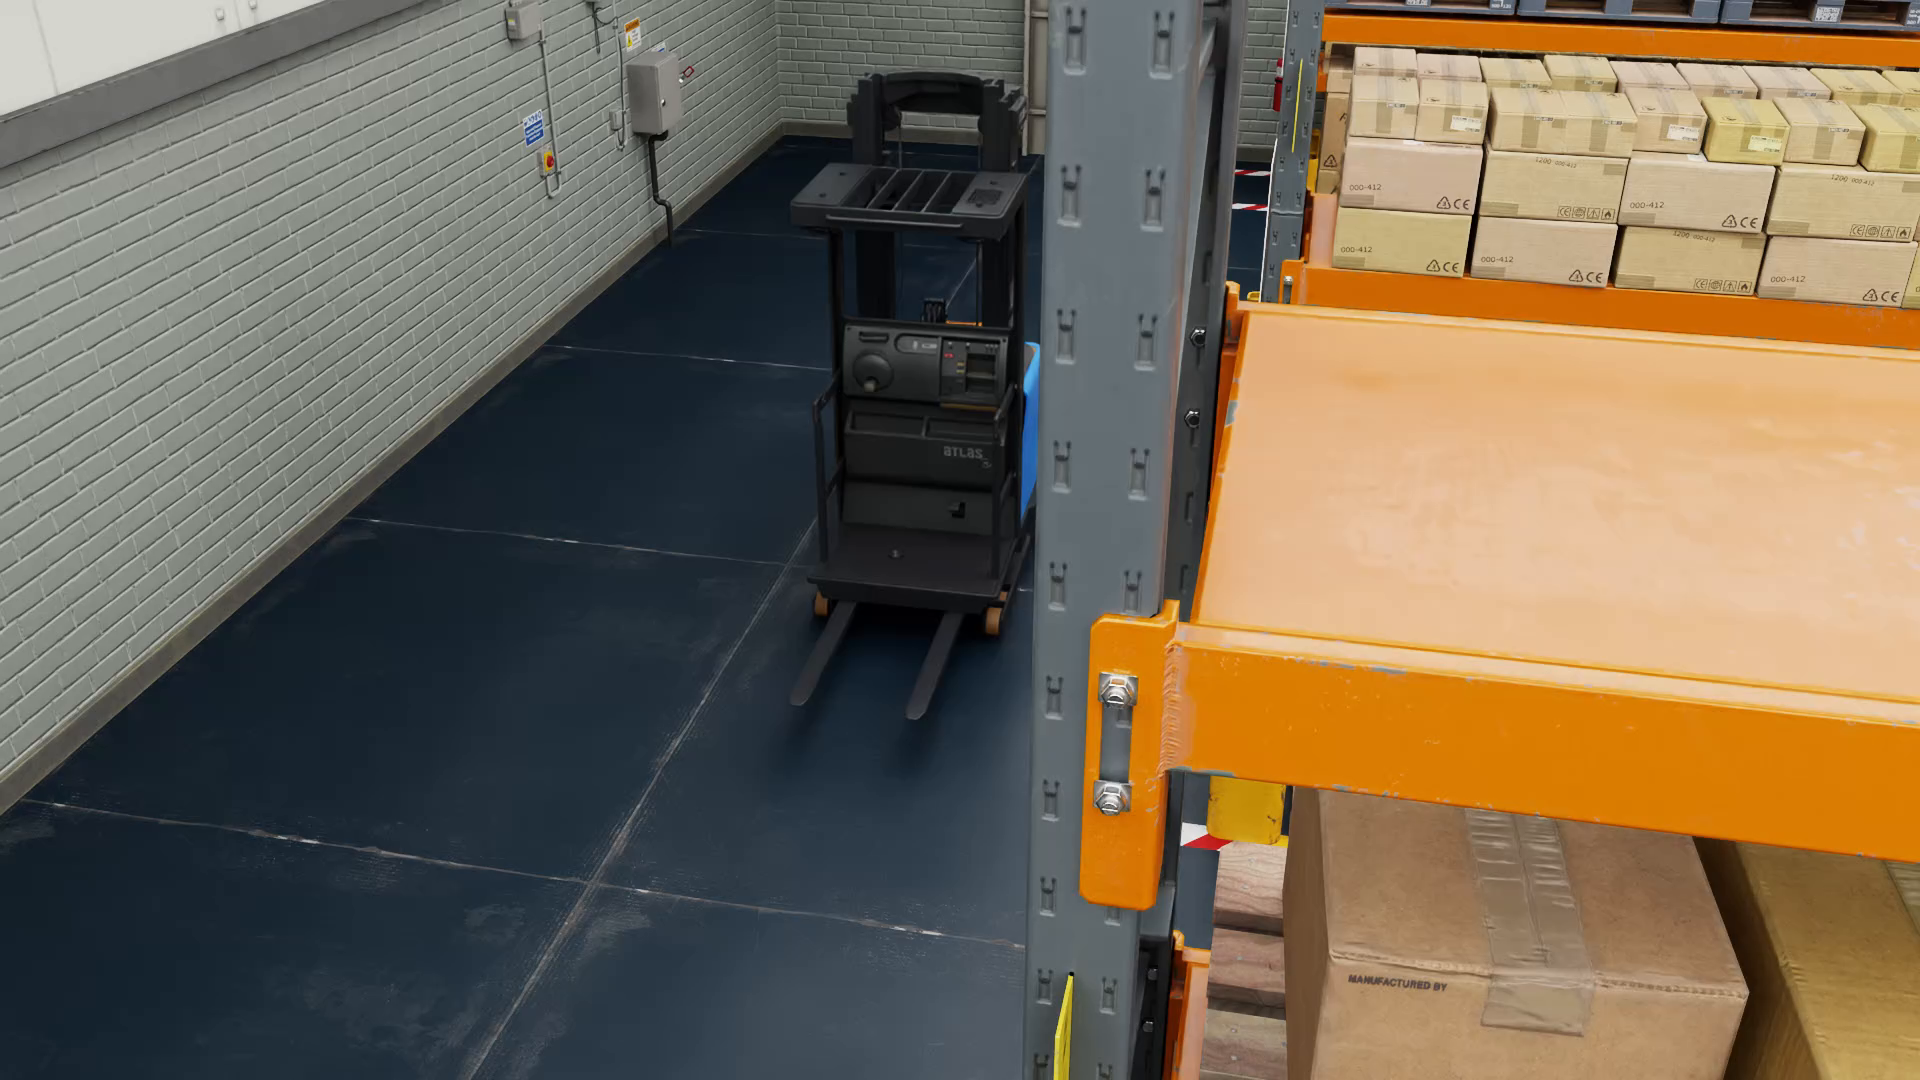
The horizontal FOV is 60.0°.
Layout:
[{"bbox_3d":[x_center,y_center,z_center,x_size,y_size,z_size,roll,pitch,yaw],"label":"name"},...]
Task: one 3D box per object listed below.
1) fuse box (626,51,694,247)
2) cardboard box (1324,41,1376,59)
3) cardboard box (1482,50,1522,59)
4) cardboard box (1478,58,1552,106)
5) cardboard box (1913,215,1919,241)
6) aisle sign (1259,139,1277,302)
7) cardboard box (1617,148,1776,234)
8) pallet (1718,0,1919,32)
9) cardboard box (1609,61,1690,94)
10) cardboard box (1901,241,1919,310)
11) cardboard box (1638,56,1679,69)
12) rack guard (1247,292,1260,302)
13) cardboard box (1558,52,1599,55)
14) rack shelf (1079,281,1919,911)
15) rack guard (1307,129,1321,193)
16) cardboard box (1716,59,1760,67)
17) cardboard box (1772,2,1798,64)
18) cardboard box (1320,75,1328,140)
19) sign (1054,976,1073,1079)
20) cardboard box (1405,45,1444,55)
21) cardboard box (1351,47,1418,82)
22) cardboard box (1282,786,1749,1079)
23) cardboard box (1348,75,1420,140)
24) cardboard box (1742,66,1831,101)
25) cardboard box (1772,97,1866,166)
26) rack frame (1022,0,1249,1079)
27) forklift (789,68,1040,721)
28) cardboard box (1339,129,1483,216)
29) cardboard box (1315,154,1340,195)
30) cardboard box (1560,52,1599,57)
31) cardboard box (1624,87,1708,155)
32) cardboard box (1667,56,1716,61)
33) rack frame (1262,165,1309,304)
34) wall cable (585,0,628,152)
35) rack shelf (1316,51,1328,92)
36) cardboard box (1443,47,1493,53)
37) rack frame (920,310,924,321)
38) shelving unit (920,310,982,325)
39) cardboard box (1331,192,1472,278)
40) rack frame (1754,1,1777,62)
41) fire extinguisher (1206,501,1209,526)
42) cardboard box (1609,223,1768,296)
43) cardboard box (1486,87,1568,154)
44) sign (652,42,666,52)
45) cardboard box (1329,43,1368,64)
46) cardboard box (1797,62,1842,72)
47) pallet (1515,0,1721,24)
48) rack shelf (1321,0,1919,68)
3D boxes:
[{"bbox_3d":[-2.629,-3.474,14.976,0.414,1.711,0.539,6,29,11],"label":"fuse box"},{"bbox_3d":[3.729,-4.737,15.788,0.500,0.250,0.500,6,29,11],"label":"cardboard box"},{"bbox_3d":[3.704,-3.234,11.374,0.250,0.149,0.380,6,29,10],"label":"cardboard box"},{"bbox_3d":[2.233,-1.831,6.730,0.250,0.149,0.380,5,29,9],"label":"cardboard box"},{"bbox_3d":[3.764,-1.281,6.140,0.500,0.250,0.500,7,29,13],"label":"cardboard box"},{"bbox_3d":[1.240,-1.185,6.746,0.004,0.787,0.394,6,29,11],"label":"aisle sign"},{"bbox_3d":[2.751,-1.373,6.309,0.500,0.250,0.500,6,29,11],"label":"cardboard box"},{"bbox_3d":[5.423,-3.476,10.606,1.213,0.211,1.003,6,29,11],"label":"pallet"},{"bbox_3d":[2.749,-1.802,6.676,0.250,0.149,0.380,5,29,9],"label":"cardboard box"},{"bbox_3d":[3.767,-1.056,6.249,0.500,0.250,0.500,6,29,10],"label":"cardboard box"},{"bbox_3d":[4.707,-3.137,11.198,0.250,0.149,0.380,6,29,10],"label":"cardboard box"},{"bbox_3d":[2.286,-1.419,12.484,0.348,0.500,1.175,6,29,11],"label":"rack guard"},{"bbox_3d":[5.727,-4.544,15.435,0.500,0.250,0.500,6,29,10],"label":"cardboard box"},{"bbox_3d":[2.195,0.201,1.840,4.000,0.370,1.077,6,29,11],"label":"rack shelf"},{"bbox_3d":[3.416,-3.741,16.724,0.348,0.500,1.175,6,29,11],"label":"rack guard"},{"bbox_3d":[5.223,-3.110,11.149,0.250,0.149,0.380,6,29,10],"label":"cardboard box"},{"bbox_3d":[7.680,-4.518,14.999,0.500,0.500,0.700,7,29,12],"label":"cardboard box"},{"bbox_3d":[2.830,-3.059,11.731,0.500,0.500,0.500,7,29,12],"label":"cardboard box"},{"bbox_3d":[0.118,0.667,1.954,0.005,0.325,0.100,6,29,11],"label":"sign"},{"bbox_3d":[3.225,-3.338,11.564,0.250,0.149,0.380,6,29,10],"label":"cardboard box"},{"bbox_3d":[1.761,-1.927,6.905,0.250,0.149,0.380,6,29,10],"label":"cardboard box"},{"bbox_3d":[0.759,0.580,2.460,0.500,0.500,0.700,4,29,7],"label":"cardboard box"},{"bbox_3d":[1.643,-1.683,6.459,0.250,0.149,0.380,6,29,10],"label":"cardboard box"},{"bbox_3d":[3.261,-1.762,6.604,0.250,0.149,0.380,5,29,9],"label":"cardboard box"},{"bbox_3d":[3.156,-1.513,6.150,0.250,0.149,0.380,7,29,12],"label":"cardboard box"},{"bbox_3d":[0.240,-0.491,1.937,0.127,3.000,1.000,6,29,11],"label":"rack frame"},{"bbox_3d":[-0.234,-0.936,9.069,1.130,2.935,3.031,6,29,10],"label":"forklift"},{"bbox_3d":[1.759,-1.481,6.505,0.500,0.250,0.500,6,29,11],"label":"cardboard box"},{"bbox_3d":[2.719,-2.374,11.521,0.500,0.500,0.500,6,29,10],"label":"cardboard box"},{"bbox_3d":[4.214,-3.201,11.314,0.250,0.149,0.380,7,29,12],"label":"cardboard box"},{"bbox_3d":[2.651,-1.587,6.283,0.250,0.149,0.380,7,29,12],"label":"cardboard box"},{"bbox_3d":[6.705,-4.445,15.253,0.500,0.250,0.500,7,29,12],"label":"cardboard box"},{"bbox_3d":[1.374,-0.178,7.614,0.127,3.000,1.000,6,29,11],"label":"rack frame"},{"bbox_3d":[-2.925,-4.180,13.866,0.122,1.984,0.588,6,29,11],"label":"wall cable"},{"bbox_3d":[5.298,-4.328,15.944,4.000,0.370,1.077,6,29,11],"label":"rack shelf"},{"bbox_3d":[4.719,-4.638,15.606,0.500,0.250,0.500,5,29,10],"label":"cardboard box"},{"bbox_3d":[-0.227,-0.988,10.966,0.015,1.200,0.240,5,29,10],"label":"rack frame"},{"bbox_3d":[0.013,-0.965,10.926,0.503,1.200,0.258,5,29,10],"label":"shelving unit"},{"bbox_3d":[1.760,-1.263,6.628,0.500,0.250,0.500,7,29,12],"label":"cardboard box"},{"bbox_3d":[7.254,-4.443,15.405,0.127,3.000,1.000,6,29,11],"label":"rack frame"},{"bbox_3d":[1.224,-0.223,8.164,0.183,0.674,0.296,6,29,11],"label":"fire extinguisher"},{"bbox_3d":[2.780,-1.163,6.445,0.500,0.250,0.500,5,29,9],"label":"cardboard box"},{"bbox_3d":[2.139,-1.588,6.285,0.250,0.149,0.380,6,29,10],"label":"cardboard box"},{"bbox_3d":[-2.728,-4.251,15.151,0.001,0.494,0.329,6,29,11],"label":"sign"},{"bbox_3d":[2.702,-3.338,11.565,0.250,0.149,0.380,6,29,11],"label":"cardboard box"},{"bbox_3d":[5.712,-3.051,11.040,0.250,0.149,0.380,6,29,11],"label":"cardboard box"},{"bbox_3d":[4.233,-3.599,10.831,1.213,0.211,1.003,6,29,11],"label":"pallet"},{"bbox_3d":[4.265,-3.313,10.965,4.000,0.370,1.077,6,29,11],"label":"rack shelf"}]
